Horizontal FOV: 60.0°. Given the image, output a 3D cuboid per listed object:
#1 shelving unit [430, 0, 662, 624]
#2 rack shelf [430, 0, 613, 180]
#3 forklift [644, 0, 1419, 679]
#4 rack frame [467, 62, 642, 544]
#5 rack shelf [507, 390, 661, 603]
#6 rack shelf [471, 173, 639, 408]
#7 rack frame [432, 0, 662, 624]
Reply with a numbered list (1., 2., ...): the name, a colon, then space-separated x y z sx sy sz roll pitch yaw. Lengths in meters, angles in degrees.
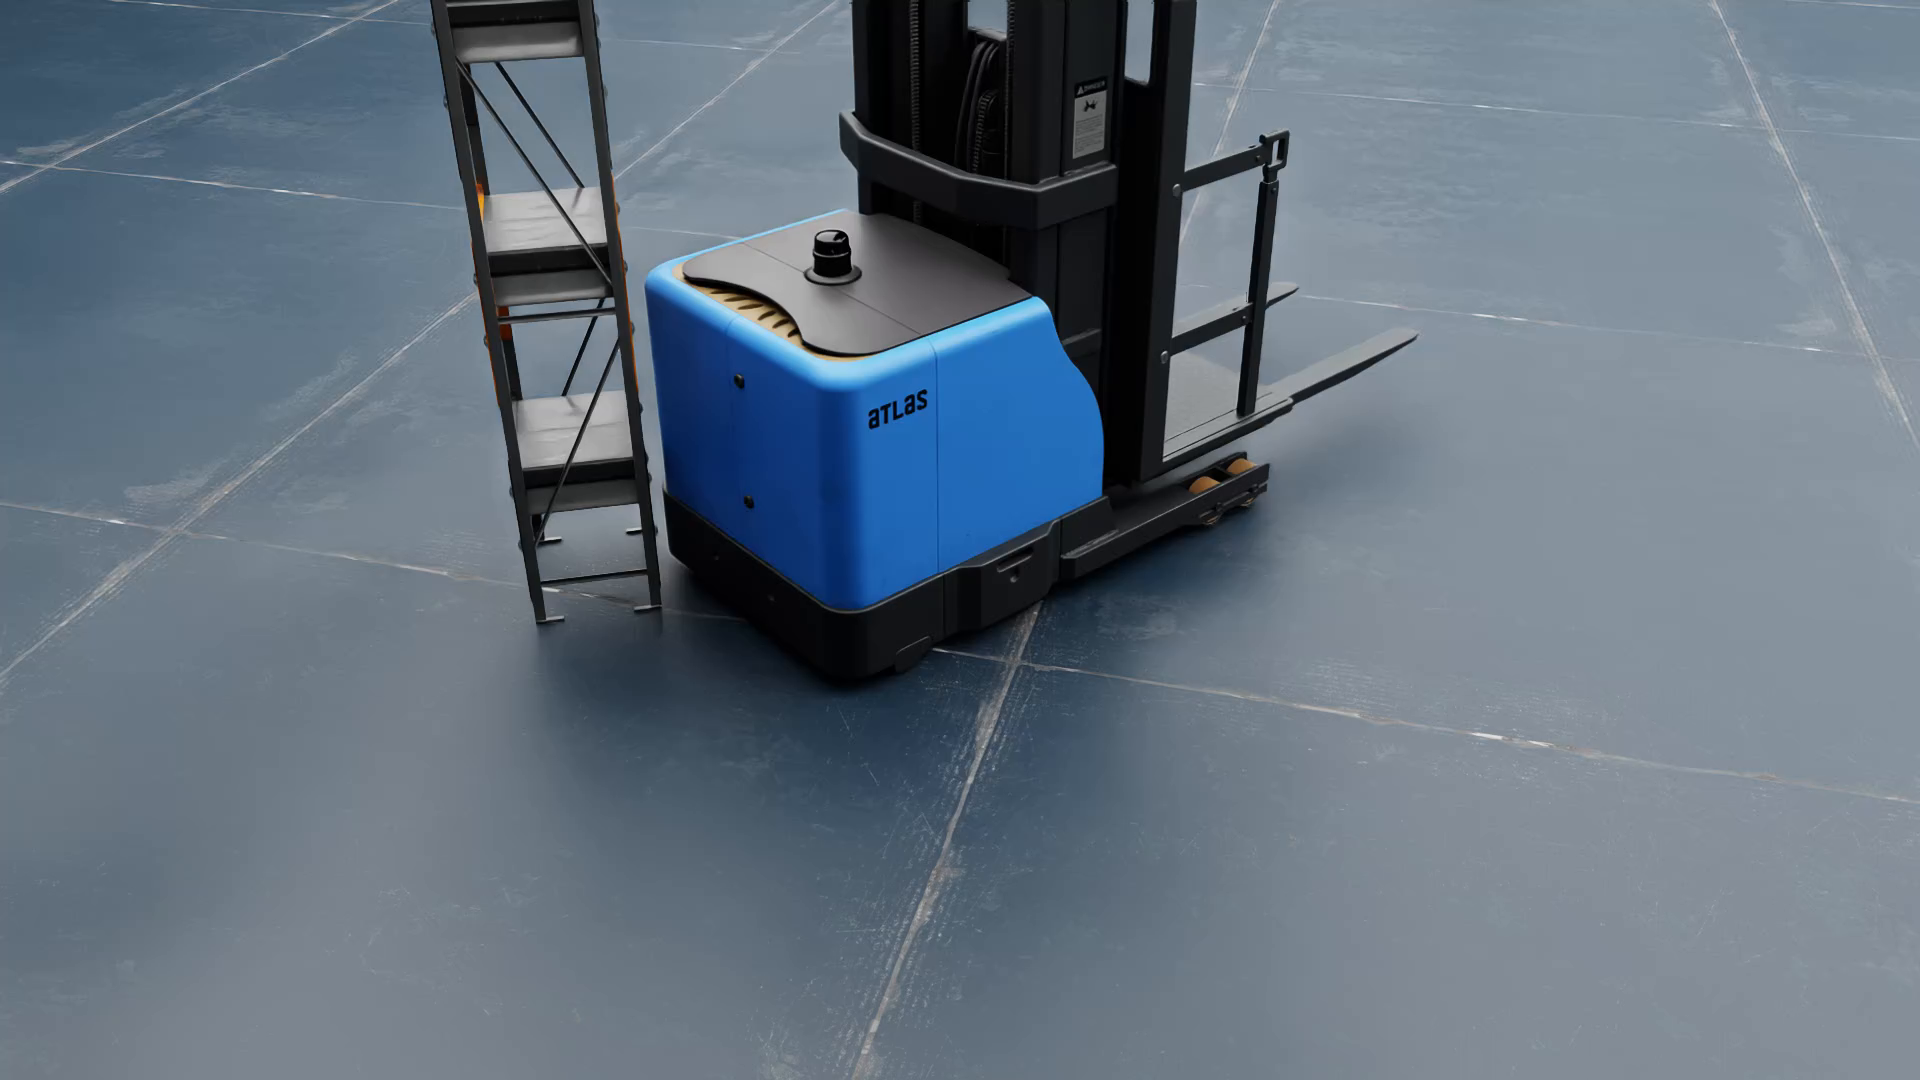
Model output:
1. shelving unit: -1.216 -0.771 5.005 0.431 2.100 0.503 -7 33 -11
2. rack shelf: -1.216 -1.350 4.637 0.431 0.518 0.480 -7 33 -11
3. forklift: 0.469 -1.481 5.348 3.031 2.935 1.130 -25 40 -33
4. rack frame: -1.269 -0.898 5.206 0.400 2.100 0.015 -7 33 -11
5. rack shelf: -1.216 -0.168 5.388 0.431 0.518 0.480 -7 33 -11
6. rack shelf: -1.216 -0.759 5.012 0.431 0.518 0.480 -7 33 -11
7. rack frame: -1.163 -0.643 4.804 0.400 2.100 0.015 -7 33 -11
